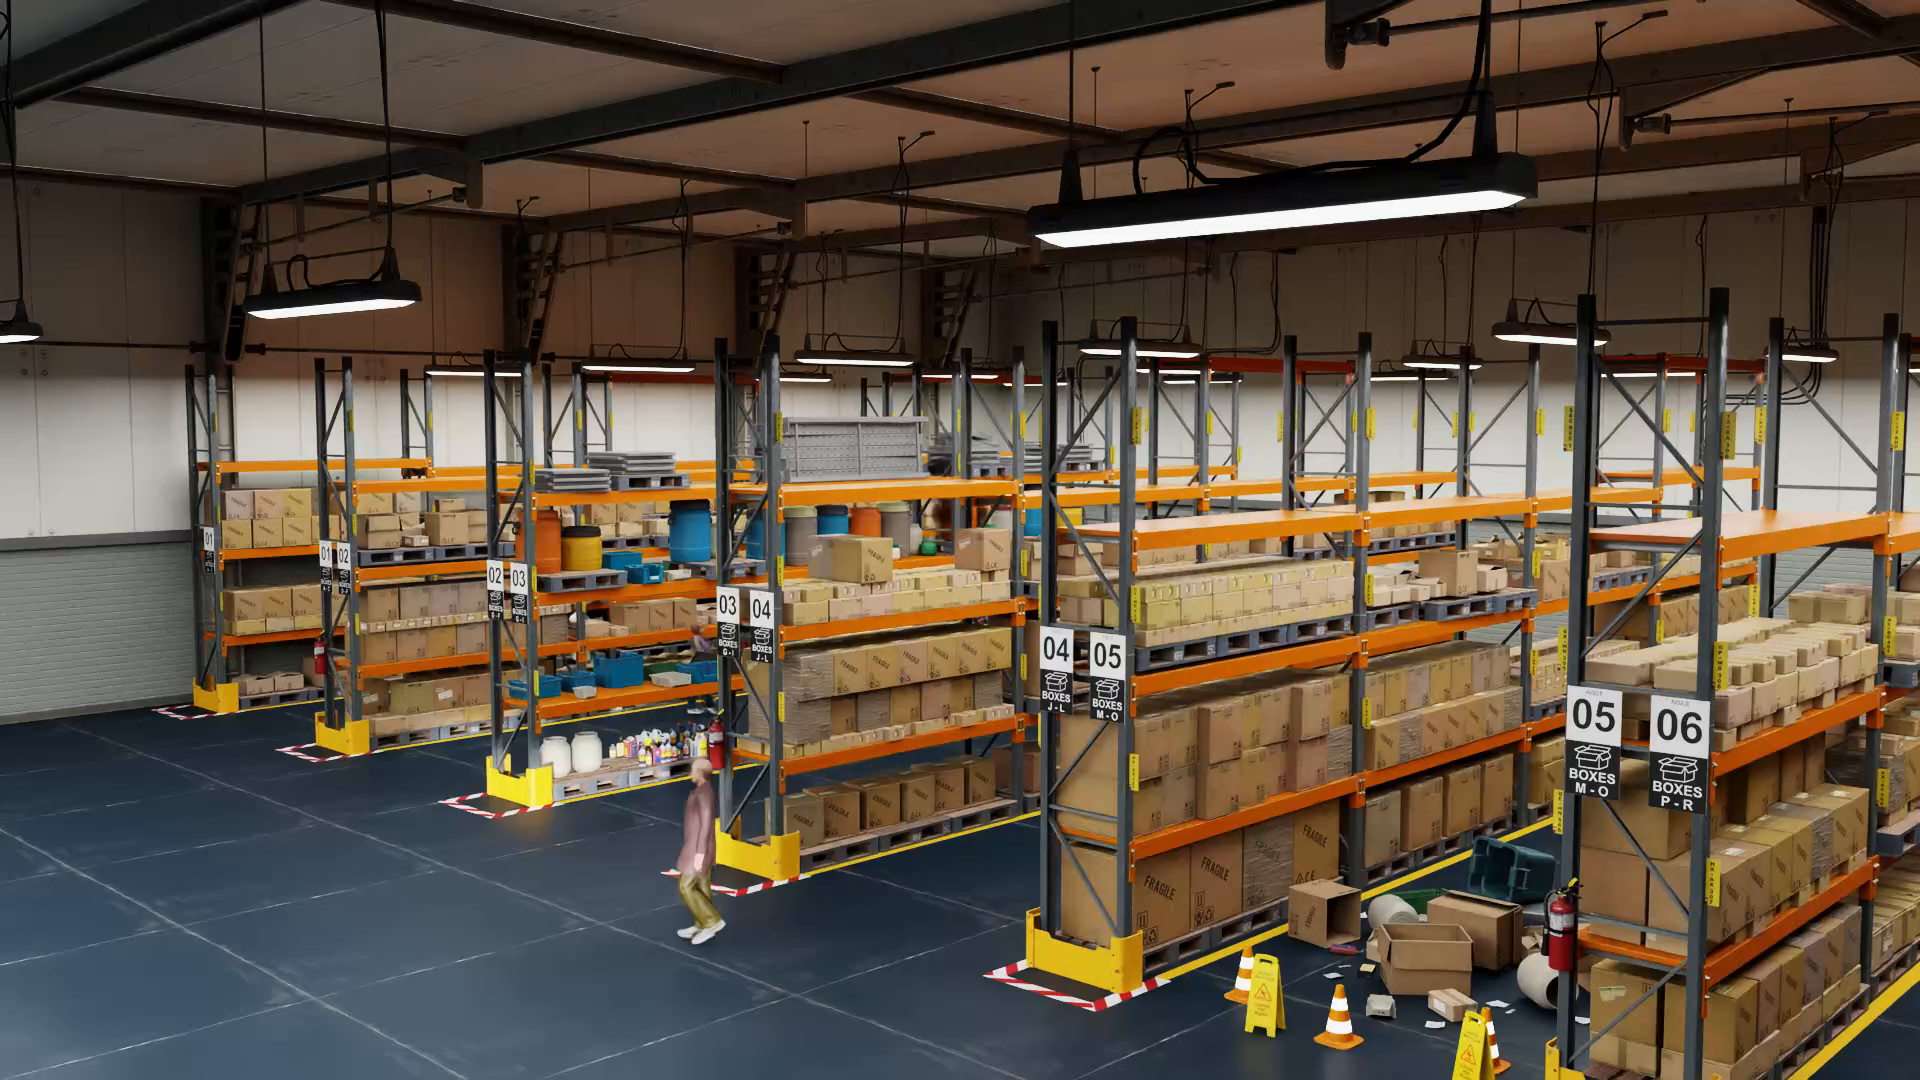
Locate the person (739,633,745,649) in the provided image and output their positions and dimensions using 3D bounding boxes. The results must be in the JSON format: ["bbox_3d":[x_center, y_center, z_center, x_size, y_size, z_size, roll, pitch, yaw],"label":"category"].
[{"bbox_3d":[-4.460,1.696,33.999,0.456,1.632,0.825,4,6,42],"label":"person"}]

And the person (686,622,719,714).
[{"bbox_3d":[-4.394,2.214,28.410,0.582,1.637,0.458,-1,4,-8],"label":"person"}]

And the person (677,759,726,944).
[{"bbox_3d":[-2.537,3.023,16.241,0.487,1.782,0.600,0,4,-5],"label":"person"}]

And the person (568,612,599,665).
[{"bbox_3d":[-6.874,2.075,30.516,0.947,1.534,0.637,1,4,12],"label":"person"}]
